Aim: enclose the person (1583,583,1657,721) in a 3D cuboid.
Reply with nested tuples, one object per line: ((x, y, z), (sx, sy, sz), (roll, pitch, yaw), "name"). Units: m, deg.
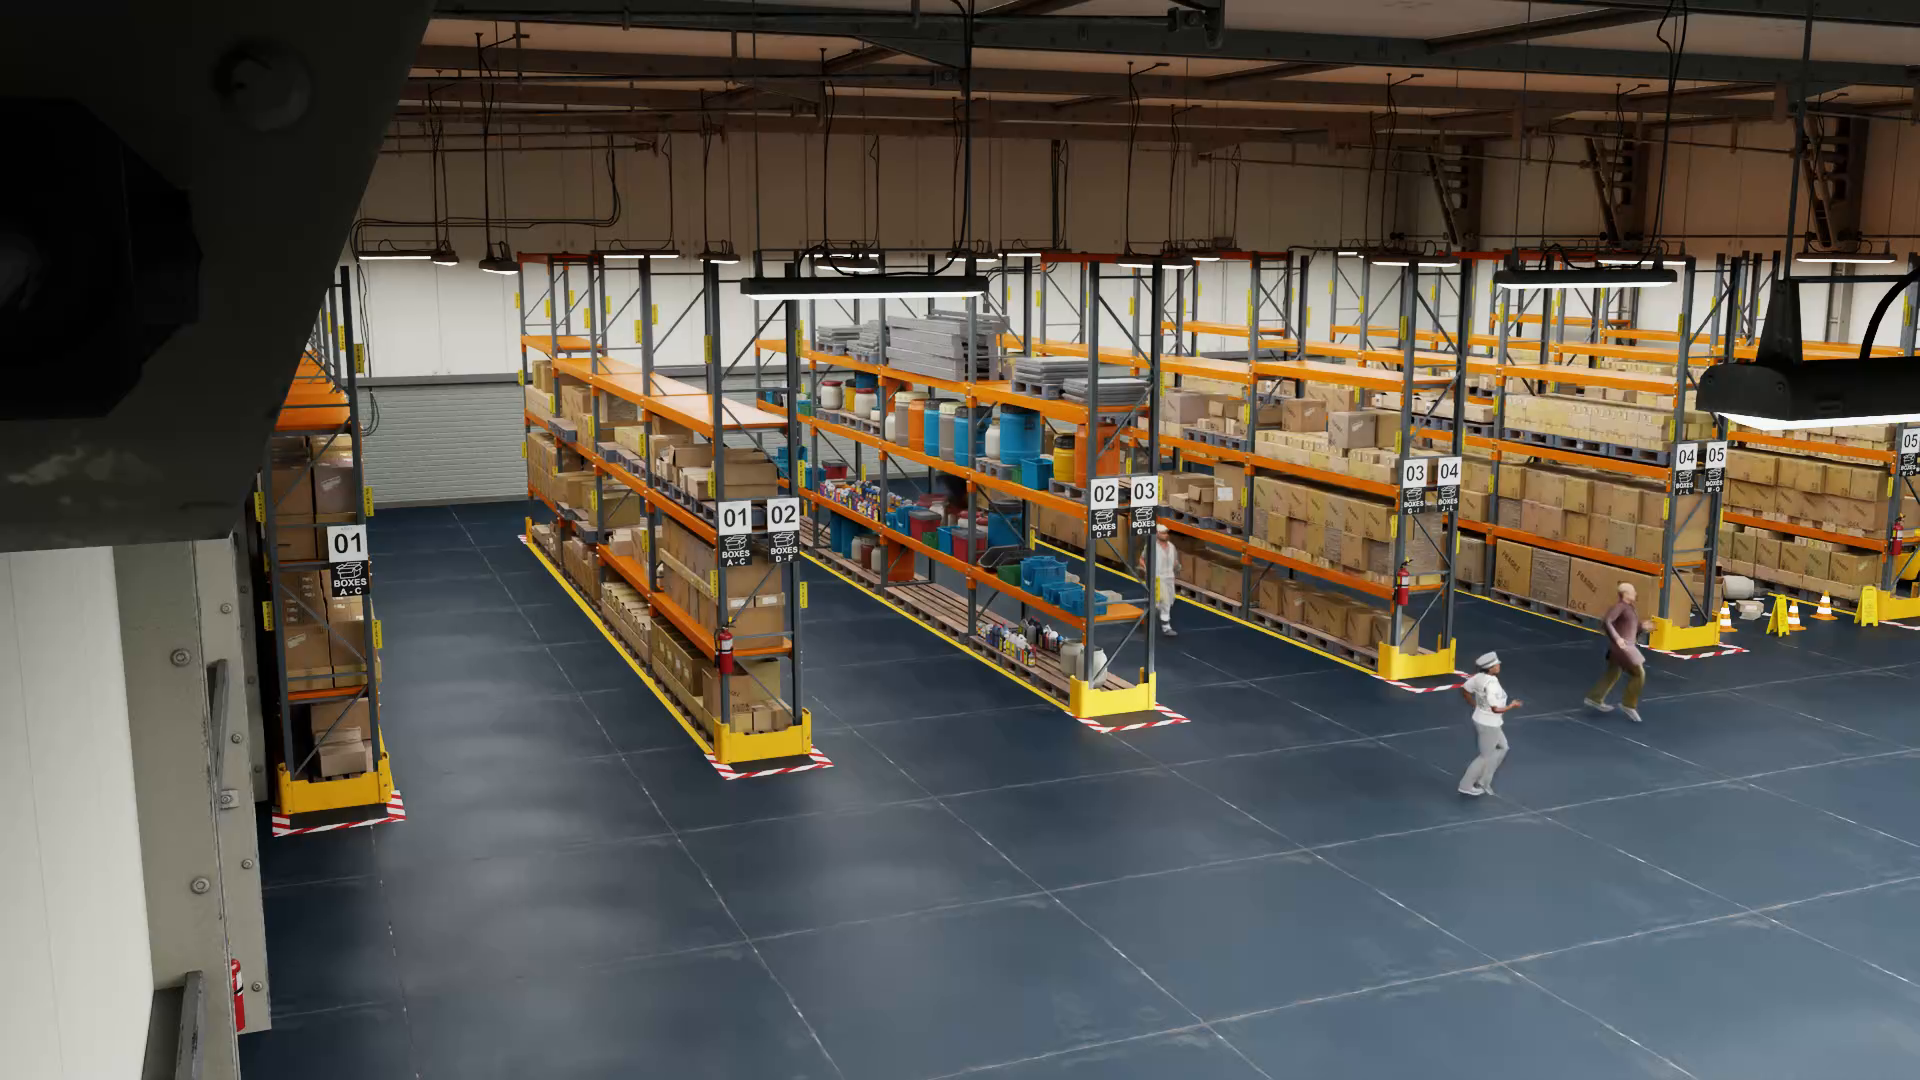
((8.775, 1.506, 22.064), (0.845, 1.802, 0.683), (3, 11, 17), "person")

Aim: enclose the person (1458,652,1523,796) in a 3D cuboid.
((6.017, 2.108, 18.875), (0.665, 1.731, 0.555), (0, 10, 2), "person")

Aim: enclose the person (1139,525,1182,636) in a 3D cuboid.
((3.234, 0.627, 26.735), (0.669, 1.759, 0.868), (-6, 12, -31), "person")
